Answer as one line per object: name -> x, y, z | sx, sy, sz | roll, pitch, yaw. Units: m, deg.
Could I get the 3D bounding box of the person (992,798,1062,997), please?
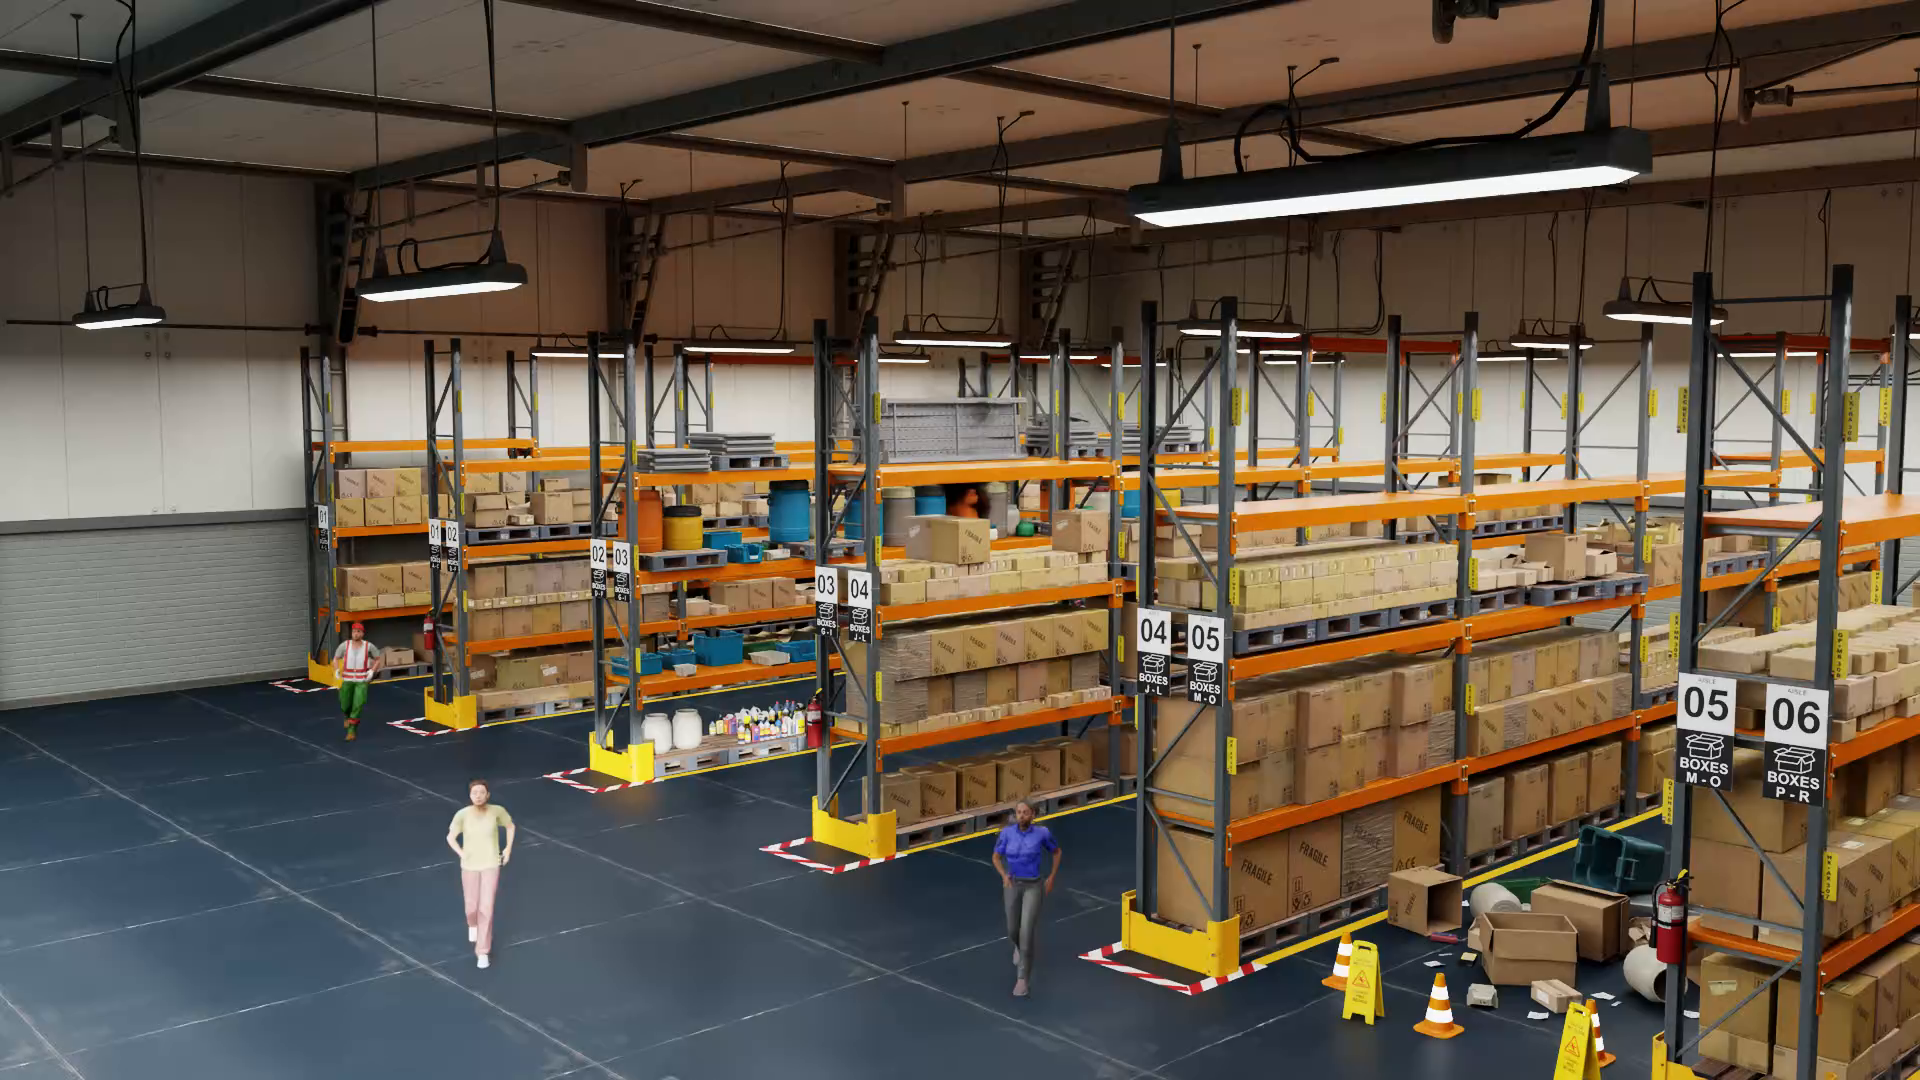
person -> 0.583, 3.077, 14.588 | 0.600, 1.651, 0.779 | 1, 5, 13

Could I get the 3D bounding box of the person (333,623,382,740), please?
person -> -9.055, 2.103, 24.999 | 0.688, 1.741, 0.670 | -1, 5, -13

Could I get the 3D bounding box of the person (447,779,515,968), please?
person -> -4.387, 3.005, 15.271 | 0.602, 1.667, 0.772 | -1, 5, -15
